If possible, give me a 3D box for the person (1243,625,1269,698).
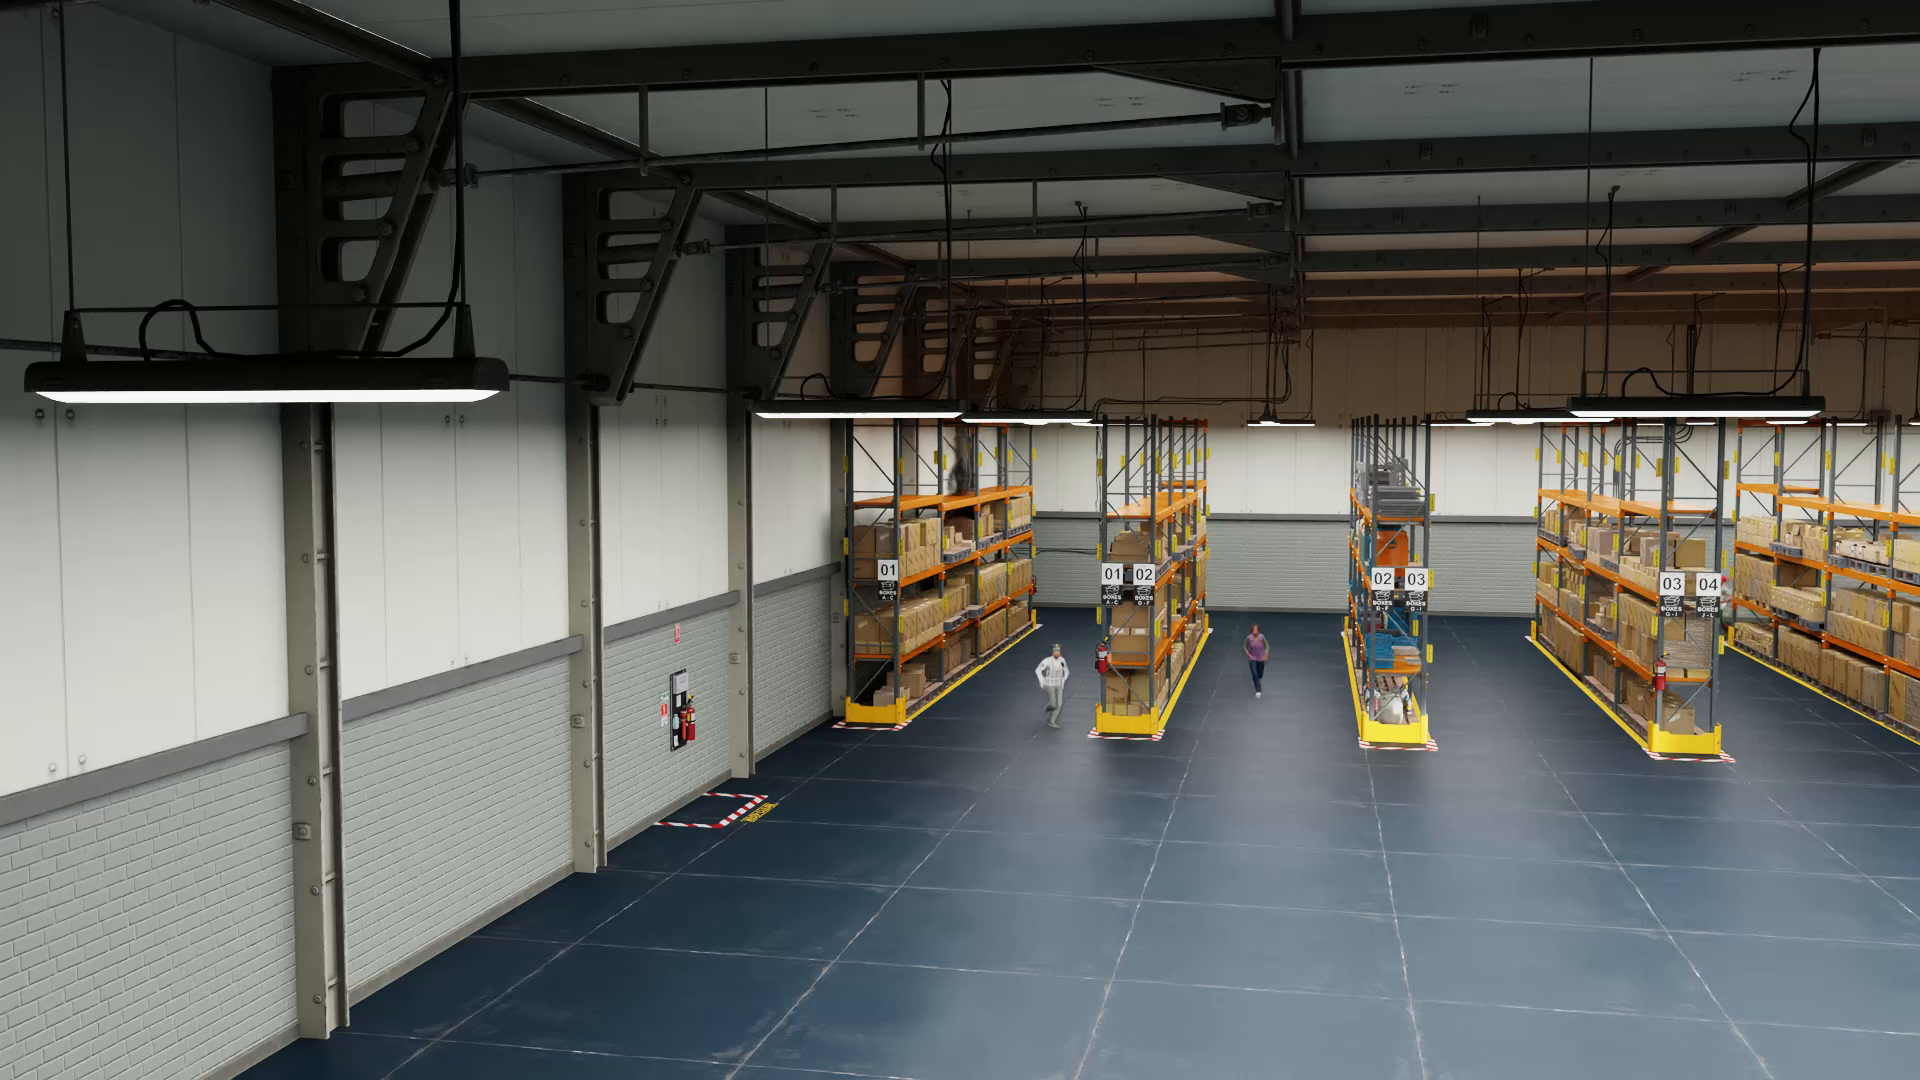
[{"bbox_3d":[6.361,2.588,35.771,0.565,1.567,0.674,0,4,4],"label":"person"}]

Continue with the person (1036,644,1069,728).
[{"bbox_3d":[1.801,2.792,31.920,0.636,1.634,0.554,-1,4,-20],"label":"person"}]

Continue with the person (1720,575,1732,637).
[{"bbox_3d":[20.590,1.842,45.187,0.805,1.802,0.711,1,4,17],"label":"person"}]
